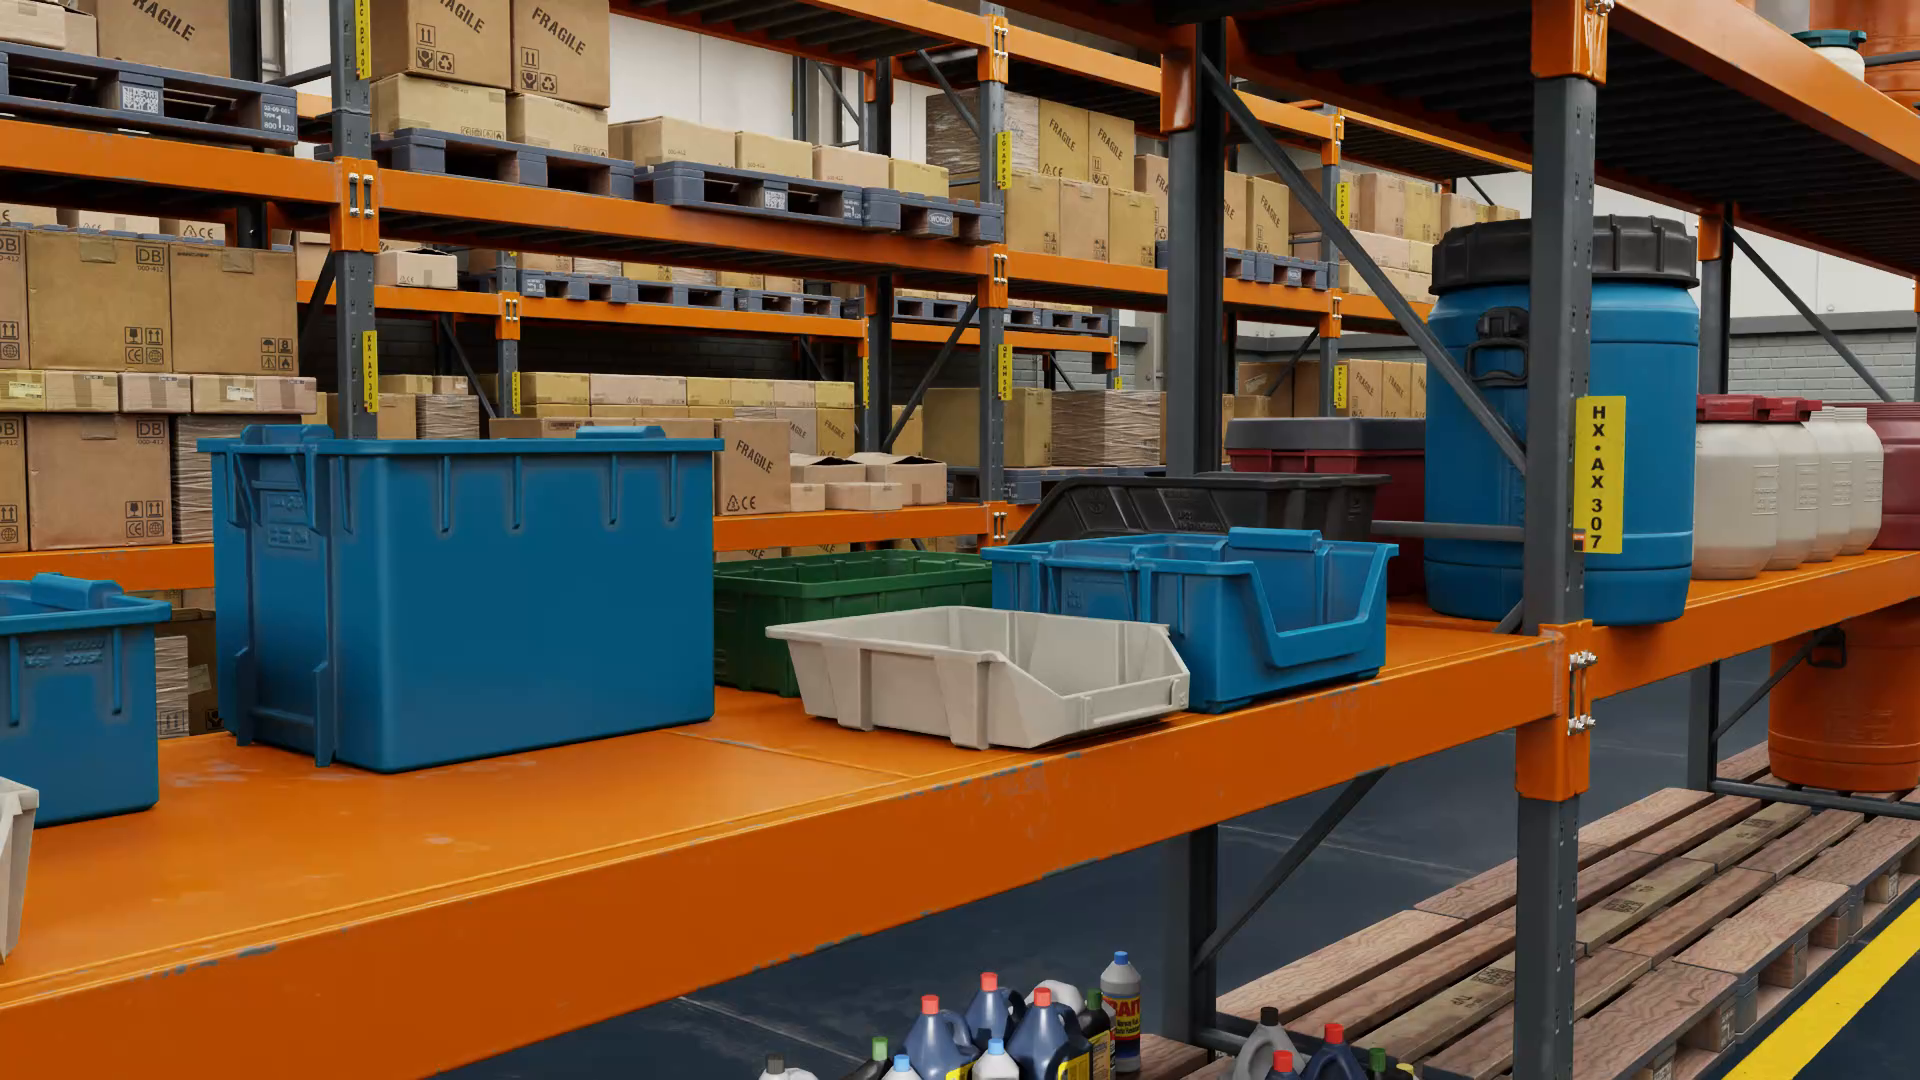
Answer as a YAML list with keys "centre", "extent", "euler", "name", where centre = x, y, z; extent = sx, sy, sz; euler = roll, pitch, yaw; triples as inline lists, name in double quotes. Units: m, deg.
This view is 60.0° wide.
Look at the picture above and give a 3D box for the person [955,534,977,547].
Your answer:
- centre: [0.182, -0.046, 15.876]
  extent: [0.484, 1.528, 0.585]
  euler: [3, 5, 42]
  name: "person"
